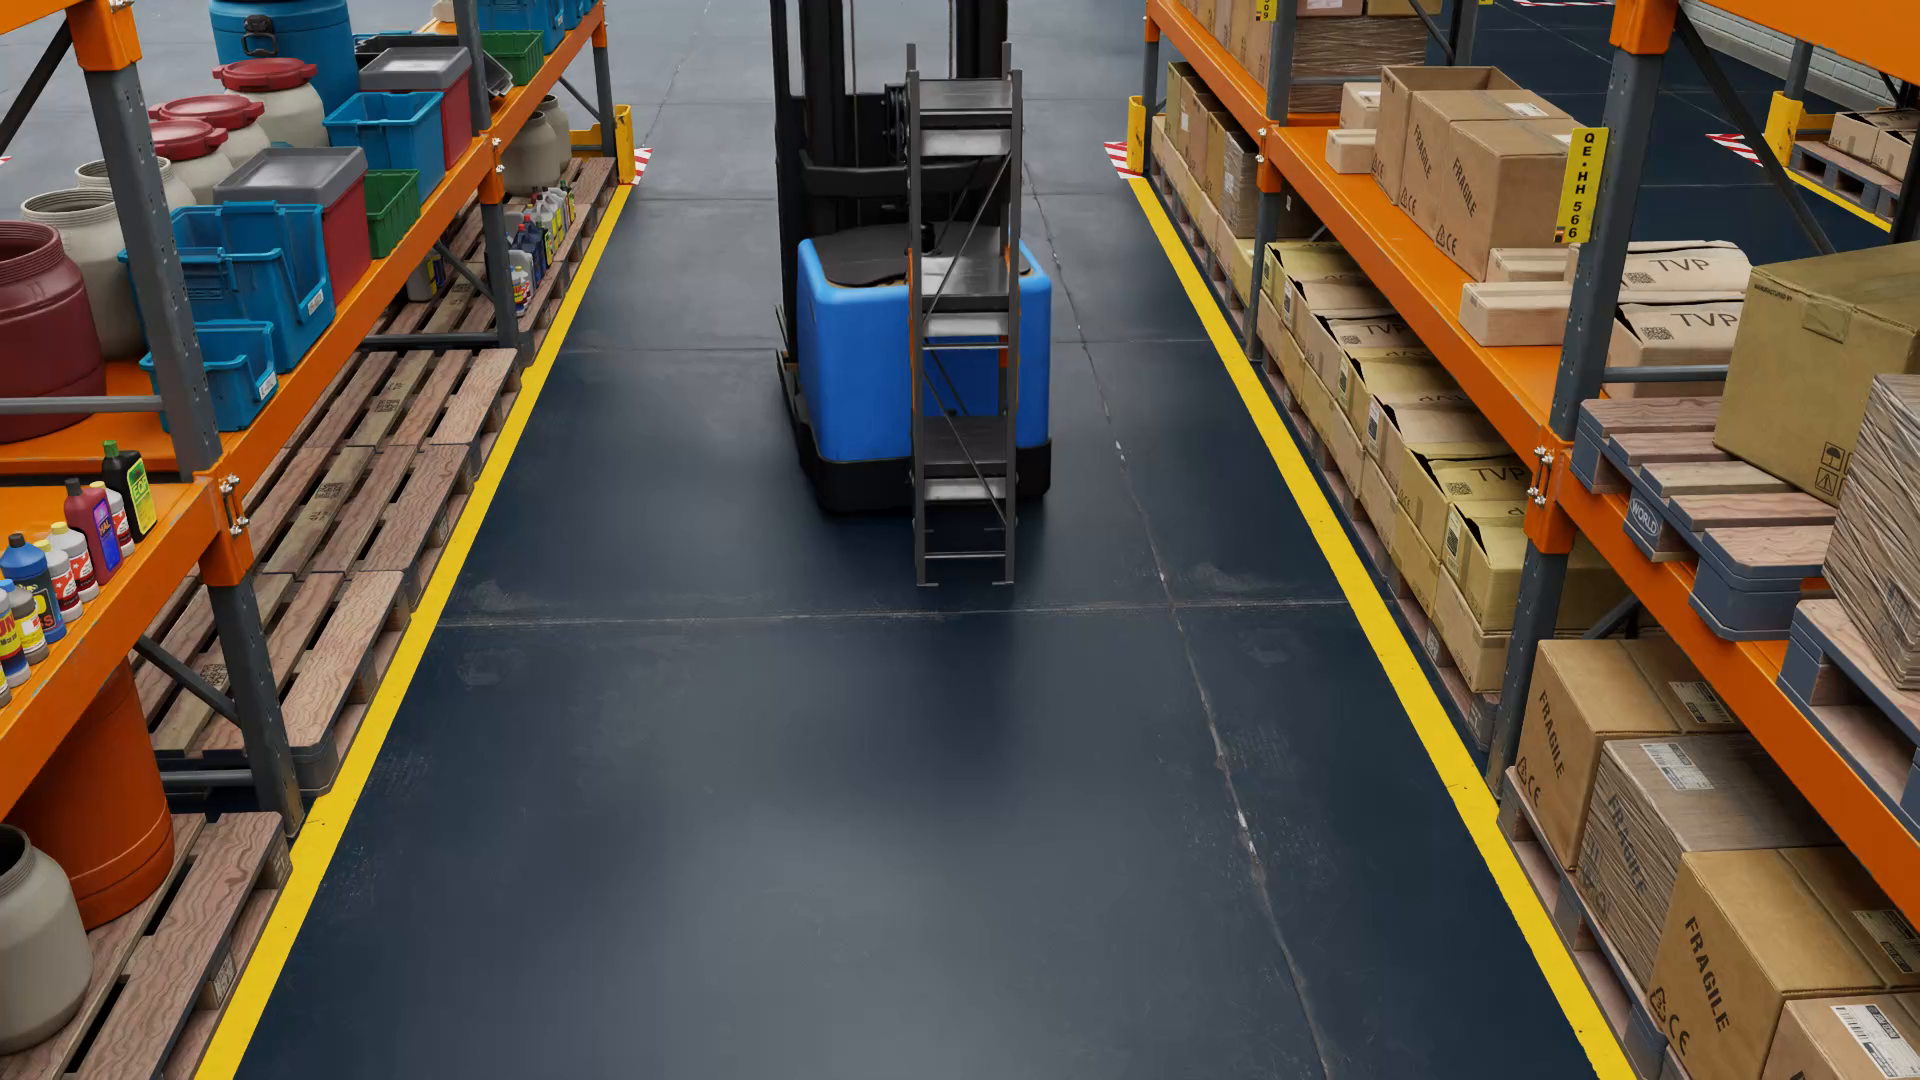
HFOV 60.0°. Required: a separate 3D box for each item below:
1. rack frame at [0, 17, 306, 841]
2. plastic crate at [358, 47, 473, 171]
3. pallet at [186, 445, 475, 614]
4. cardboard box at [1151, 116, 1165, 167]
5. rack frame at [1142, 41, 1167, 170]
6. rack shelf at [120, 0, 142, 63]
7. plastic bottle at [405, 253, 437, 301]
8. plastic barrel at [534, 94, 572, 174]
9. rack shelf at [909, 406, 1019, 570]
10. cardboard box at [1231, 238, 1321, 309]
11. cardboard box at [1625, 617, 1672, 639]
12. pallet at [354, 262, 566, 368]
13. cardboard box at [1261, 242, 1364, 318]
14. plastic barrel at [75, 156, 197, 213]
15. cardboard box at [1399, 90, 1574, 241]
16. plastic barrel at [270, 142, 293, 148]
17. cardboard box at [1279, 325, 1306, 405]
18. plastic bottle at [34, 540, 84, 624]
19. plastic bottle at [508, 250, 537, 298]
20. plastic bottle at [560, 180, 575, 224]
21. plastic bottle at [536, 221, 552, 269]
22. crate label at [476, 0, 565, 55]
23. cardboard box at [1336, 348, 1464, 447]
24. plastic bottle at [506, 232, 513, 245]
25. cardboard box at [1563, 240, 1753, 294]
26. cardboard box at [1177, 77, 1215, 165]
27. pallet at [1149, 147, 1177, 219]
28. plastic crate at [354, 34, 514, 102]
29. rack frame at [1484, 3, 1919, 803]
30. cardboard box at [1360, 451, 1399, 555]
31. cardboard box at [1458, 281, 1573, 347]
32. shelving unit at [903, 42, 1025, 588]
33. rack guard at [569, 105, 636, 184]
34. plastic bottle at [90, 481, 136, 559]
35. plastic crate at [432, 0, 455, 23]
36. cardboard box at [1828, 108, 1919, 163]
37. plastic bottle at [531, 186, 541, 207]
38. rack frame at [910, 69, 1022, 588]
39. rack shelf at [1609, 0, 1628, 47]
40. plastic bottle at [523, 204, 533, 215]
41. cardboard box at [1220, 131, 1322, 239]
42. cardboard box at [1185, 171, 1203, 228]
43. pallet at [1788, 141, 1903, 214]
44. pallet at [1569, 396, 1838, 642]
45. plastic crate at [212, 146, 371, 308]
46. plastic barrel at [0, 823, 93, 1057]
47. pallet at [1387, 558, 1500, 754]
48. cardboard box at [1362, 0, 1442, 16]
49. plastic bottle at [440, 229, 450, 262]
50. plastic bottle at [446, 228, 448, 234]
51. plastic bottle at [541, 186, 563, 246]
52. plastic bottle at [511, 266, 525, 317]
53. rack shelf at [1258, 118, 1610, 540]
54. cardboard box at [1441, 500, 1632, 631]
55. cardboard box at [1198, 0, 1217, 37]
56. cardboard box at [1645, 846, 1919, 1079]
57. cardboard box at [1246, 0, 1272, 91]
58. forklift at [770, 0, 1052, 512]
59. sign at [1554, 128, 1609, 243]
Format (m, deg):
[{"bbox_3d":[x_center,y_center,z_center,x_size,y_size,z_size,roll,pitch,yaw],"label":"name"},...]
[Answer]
[{"bbox_3d":[-2.656,-0.373,4.721,1.000,3.000,0.127,-1,28,-3],"label":"rack frame"},{"bbox_3d":[-2.534,-2.032,7.834,0.402,0.464,0.583,-1,28,-3],"label":"plastic crate"},{"bbox_3d":[-2.718,-0.057,7.132,1.003,0.211,1.213,-1,28,-3],"label":"pallet"},{"bbox_3d":[1.679,-2.899,12.085,0.500,0.250,0.500,-1,28,-3],"label":"cardboard box"},{"bbox_3d":[1.873,-4.185,12.031,1.000,3.000,0.127,-1,28,-3],"label":"rack frame"},{"bbox_3d":[-2.761,-2.308,5.965,1.077,0.370,4.000,-1,28,-3],"label":"rack shelf"},{"bbox_3d":[-3.042,-1.535,9.338,0.144,0.351,0.185,-1,28,-3],"label":"plastic bottle"},{"bbox_3d":[-2.963,-2.848,11.704,0.421,0.512,0.421,0,28,0],"label":"plastic barrel"},{"bbox_3d":[0.009,-0.222,6.948,0.431,0.518,0.480,-1,28,-3],"label":"rack shelf"},{"bbox_3d":[1.839,-1.514,9.428,0.500,0.250,0.500,-1,28,-3],"label":"cardboard box"},{"bbox_3d":[2.557,0.293,5.964,0.500,0.250,0.500,-1,28,-3],"label":"cardboard box"},{"bbox_3d":[-2.858,-1.295,9.505,1.003,0.211,1.213,-1,28,-3],"label":"pallet"},{"bbox_3d":[1.855,-1.357,8.521,0.500,0.311,0.500,-1,28,-2],"label":"cardboard box"},{"bbox_3d":[-2.945,-1.087,5.970,0.421,0.512,0.421,0,28,0],"label":"plastic barrel"},{"bbox_3d":[2.159,-1.553,6.875,0.500,0.500,0.500,-1,28,-3],"label":"cardboard box"},{"bbox_3d":[-2.949,-1.544,7.116,0.301,0.262,0.301,0,28,0],"label":"plastic barrel"},{"bbox_3d":[1.881,-0.877,8.207,0.500,0.250,0.500,-1,28,-1],"label":"cardboard box"},{"bbox_3d":[-2.204,0.097,4.035,0.097,0.201,0.097,0,28,0],"label":"plastic bottle"},{"bbox_3d":[-2.488,-1.514,9.379,0.152,0.276,0.135,0,28,-1],"label":"plastic bottle"},{"bbox_3d":[-2.516,-2.167,10.623,0.061,0.283,0.133,-1,28,-1],"label":"plastic bottle"},{"bbox_3d":[-2.470,-1.758,9.839,0.061,0.283,0.133,0,28,0],"label":"plastic bottle"},{"bbox_3d":[-2.708,-3.240,10.180,0.502,0.435,0.616,-1,28,-3],"label":"crate label"},{"bbox_3d":[1.936,-0.647,7.160,0.500,0.311,0.500,-1,28,-1],"label":"cardboard box"},{"bbox_3d":[-2.621,-1.652,9.649,0.097,0.271,0.097,0,28,0],"label":"plastic bottle"},{"bbox_3d":[2.437,-0.869,5.769,0.500,0.311,0.500,-2,28,-3],"label":"cardboard box"},{"bbox_3d":[1.746,-2.770,11.026,0.500,0.500,0.500,-1,28,-3],"label":"cardboard box"},{"bbox_3d":[1.955,-2.597,12.001,1.003,0.211,1.213,-1,28,-3],"label":"pallet"},{"bbox_3d":[-2.765,-2.438,8.747,0.767,0.338,0.504,-1,28,-3],"label":"plastic crate"},{"bbox_3d":[2.291,-0.491,4.947,1.000,3.000,0.127,-1,28,-3],"label":"rack frame"},{"bbox_3d":[1.966,-0.165,6.842,0.500,0.250,0.500,-1,28,-1],"label":"cardboard box"},{"bbox_3d":[1.968,-0.788,5.789,0.380,0.149,0.250,-1,28,-3],"label":"cardboard box"},{"bbox_3d":[0.009,-0.855,6.618,0.431,2.100,0.503,-1,28,-3],"label":"shelving unit"},{"bbox_3d":[-3.023,-2.925,12.318,1.175,0.500,0.348,-1,28,-3],"label":"rack guard"},{"bbox_3d":[-2.221,-0.055,4.326,0.097,0.201,0.097,0,28,0],"label":"plastic bottle"},{"bbox_3d":[-3.348,-3.529,11.059,0.298,0.136,0.250,-1,28,-3],"label":"plastic crate"},{"bbox_3d":[6.766,-2.988,12.167,0.500,0.311,0.500,-4,28,-8],"label":"cardboard box"},{"bbox_3d":[-2.661,-2.101,10.496,0.061,0.283,0.133,-1,28,-3],"label":"plastic bottle"},{"bbox_3d":[0.021,-0.742,6.402,0.400,2.100,0.015,-1,28,-3],"label":"rack frame"},{"bbox_3d":[2.186,-2.425,6.191,1.077,0.370,4.000,-1,28,-3],"label":"rack shelf"},{"bbox_3d":[-2.671,-1.991,10.375,0.097,0.201,0.097,0,28,0],"label":"plastic bottle"},{"bbox_3d":[1.825,-2.078,9.698,0.500,0.500,0.500,-1,28,-3],"label":"cardboard box"},{"bbox_3d":[1.756,-2.207,10.756,0.500,0.250,0.500,-1,28,-3],"label":"cardboard box"},{"bbox_3d":[6.831,-2.659,12.120,1.003,0.211,1.213,-1,28,-3],"label":"pallet"},{"bbox_3d":[2.396,-0.094,4.395,1.213,0.211,1.003,-1,28,-3],"label":"pallet"},{"bbox_3d":[-2.435,-1.155,6.152,0.402,0.464,0.583,-1,28,-3],"label":"plastic crate"},{"bbox_3d":[-2.495,1.028,4.271,0.421,0.512,0.421,0,28,0],"label":"plastic barrel"},{"bbox_3d":[2.287,0.364,6.323,1.003,0.211,1.213,-1,28,-3],"label":"pallet"},{"bbox_3d":[2.261,-2.799,8.563,0.380,0.149,0.250,-1,28,-3],"label":"cardboard box"},{"bbox_3d":[-3.112,-1.817,9.952,0.061,0.283,0.133,-1,28,-3],"label":"plastic bottle"},{"bbox_3d":[-3.272,-2.050,10.411,0.097,0.271,0.097,0,28,0],"label":"plastic bottle"},{"bbox_3d":[-2.534,-1.993,10.216,0.144,0.351,0.185,0,28,-1],"label":"plastic bottle"},{"bbox_3d":[-2.444,-1.363,9.095,0.097,0.271,0.097,0,28,0],"label":"plastic bottle"},{"bbox_3d":[2.186,-1.095,6.885,1.077,0.370,4.000,-1,28,-3],"label":"rack shelf"},{"bbox_3d":[2.017,0.058,5.809,0.500,0.311,0.500,-1,28,-1],"label":"cardboard box"},{"bbox_3d":[1.937,-3.542,10.689,0.700,0.500,0.500,-1,28,-2],"label":"cardboard box"},{"bbox_3d":[2.083,1.113,4.100,0.500,0.500,0.500,-2,28,-3],"label":"cardboard box"},{"bbox_3d":[2.018,-2.831,9.325,0.700,0.500,0.500,-2,28,-3],"label":"cardboard box"},{"bbox_3d":[-0.369,-2.084,8.077,1.130,2.935,3.031,-5,28,-9],"label":"forklift"},{"bbox_3d":[1.737,-0.989,4.651,0.100,0.325,0.005,-1,28,-3],"label":"sign"}]
